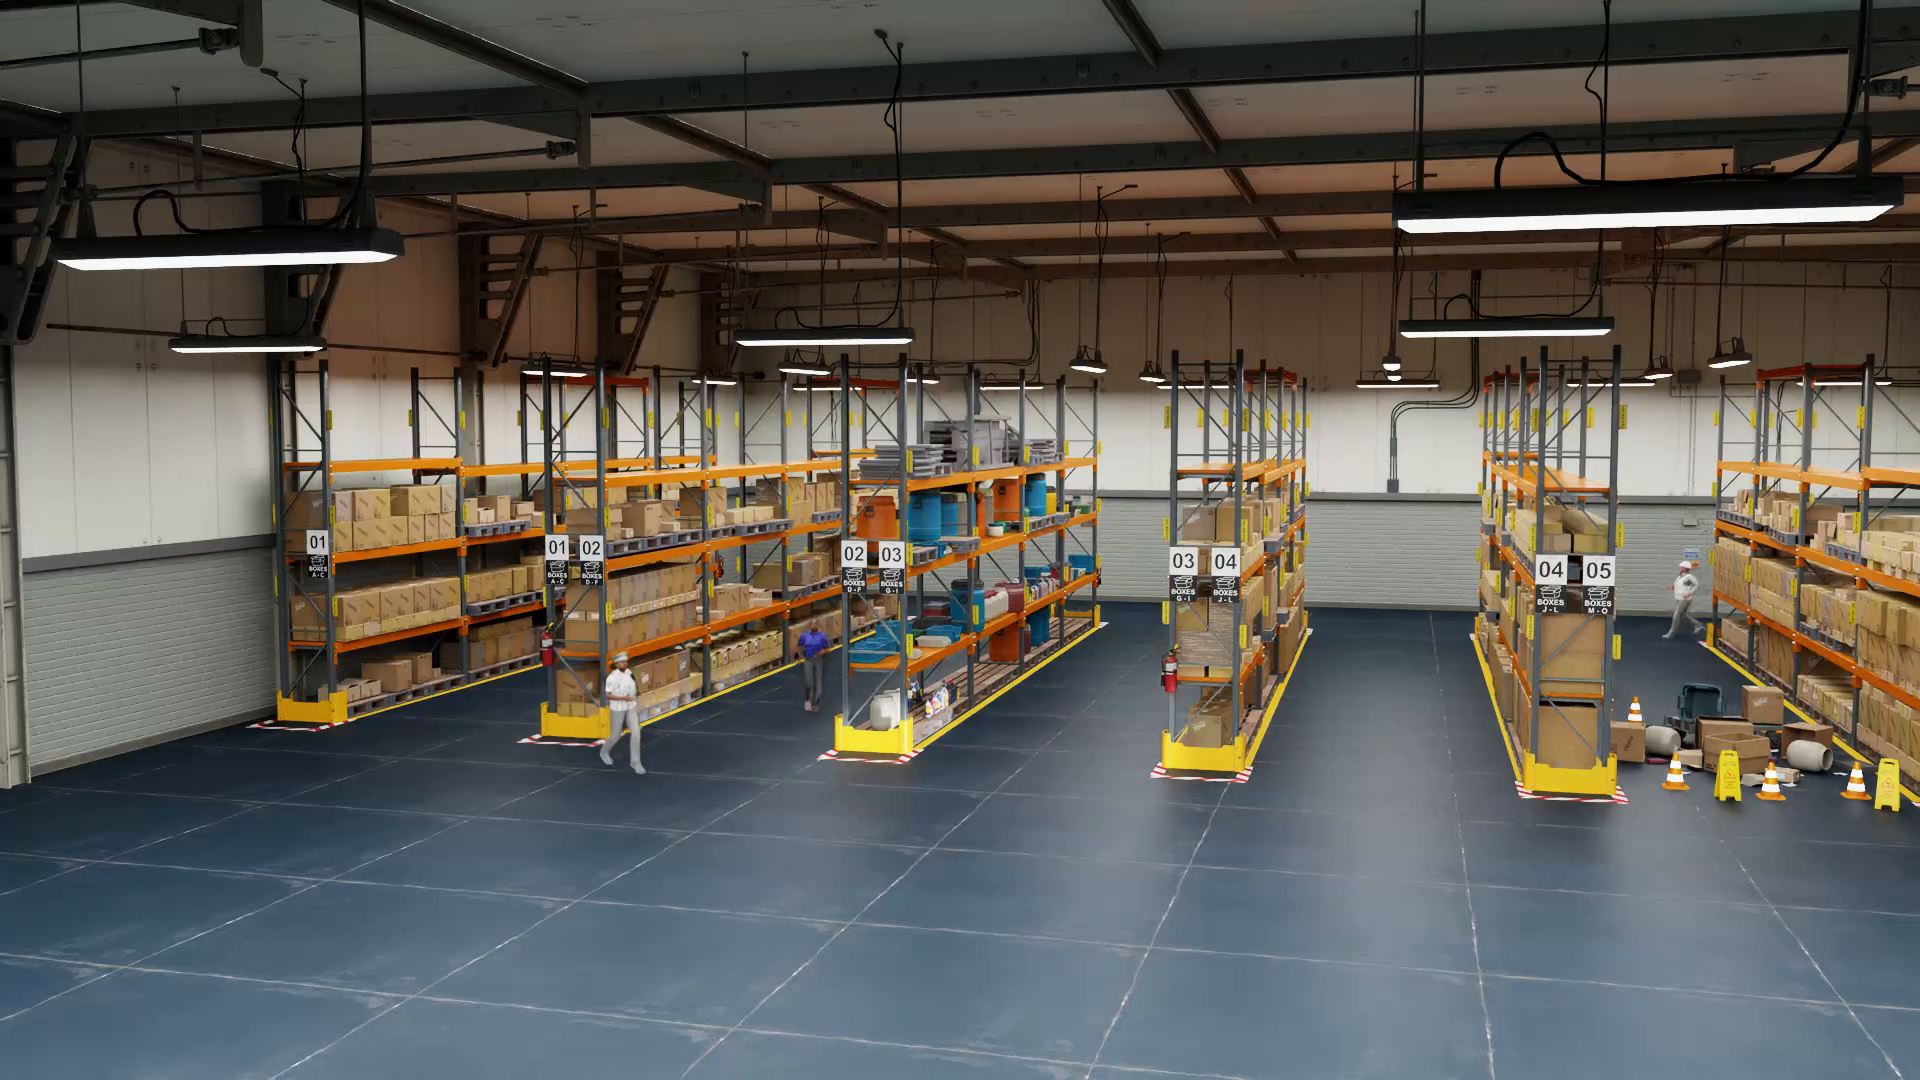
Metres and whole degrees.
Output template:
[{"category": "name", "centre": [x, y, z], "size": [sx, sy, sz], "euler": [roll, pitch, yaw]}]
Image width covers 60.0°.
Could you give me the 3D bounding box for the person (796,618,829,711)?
[{"category": "person", "centre": [-2.508, 2.143, 28.395], "size": [0.552, 1.611, 0.628], "euler": [-1, 4, -9]}]

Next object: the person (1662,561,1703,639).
[{"category": "person", "centre": [16.540, 1.369, 38.005], "size": [0.955, 1.771, 0.660], "euler": [0, 4, 4]}]

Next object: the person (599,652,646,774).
[{"category": "person", "centre": [-4.836, 2.448, 23.763], "size": [0.888, 1.731, 0.586], "euler": [4, 6, 43]}]
